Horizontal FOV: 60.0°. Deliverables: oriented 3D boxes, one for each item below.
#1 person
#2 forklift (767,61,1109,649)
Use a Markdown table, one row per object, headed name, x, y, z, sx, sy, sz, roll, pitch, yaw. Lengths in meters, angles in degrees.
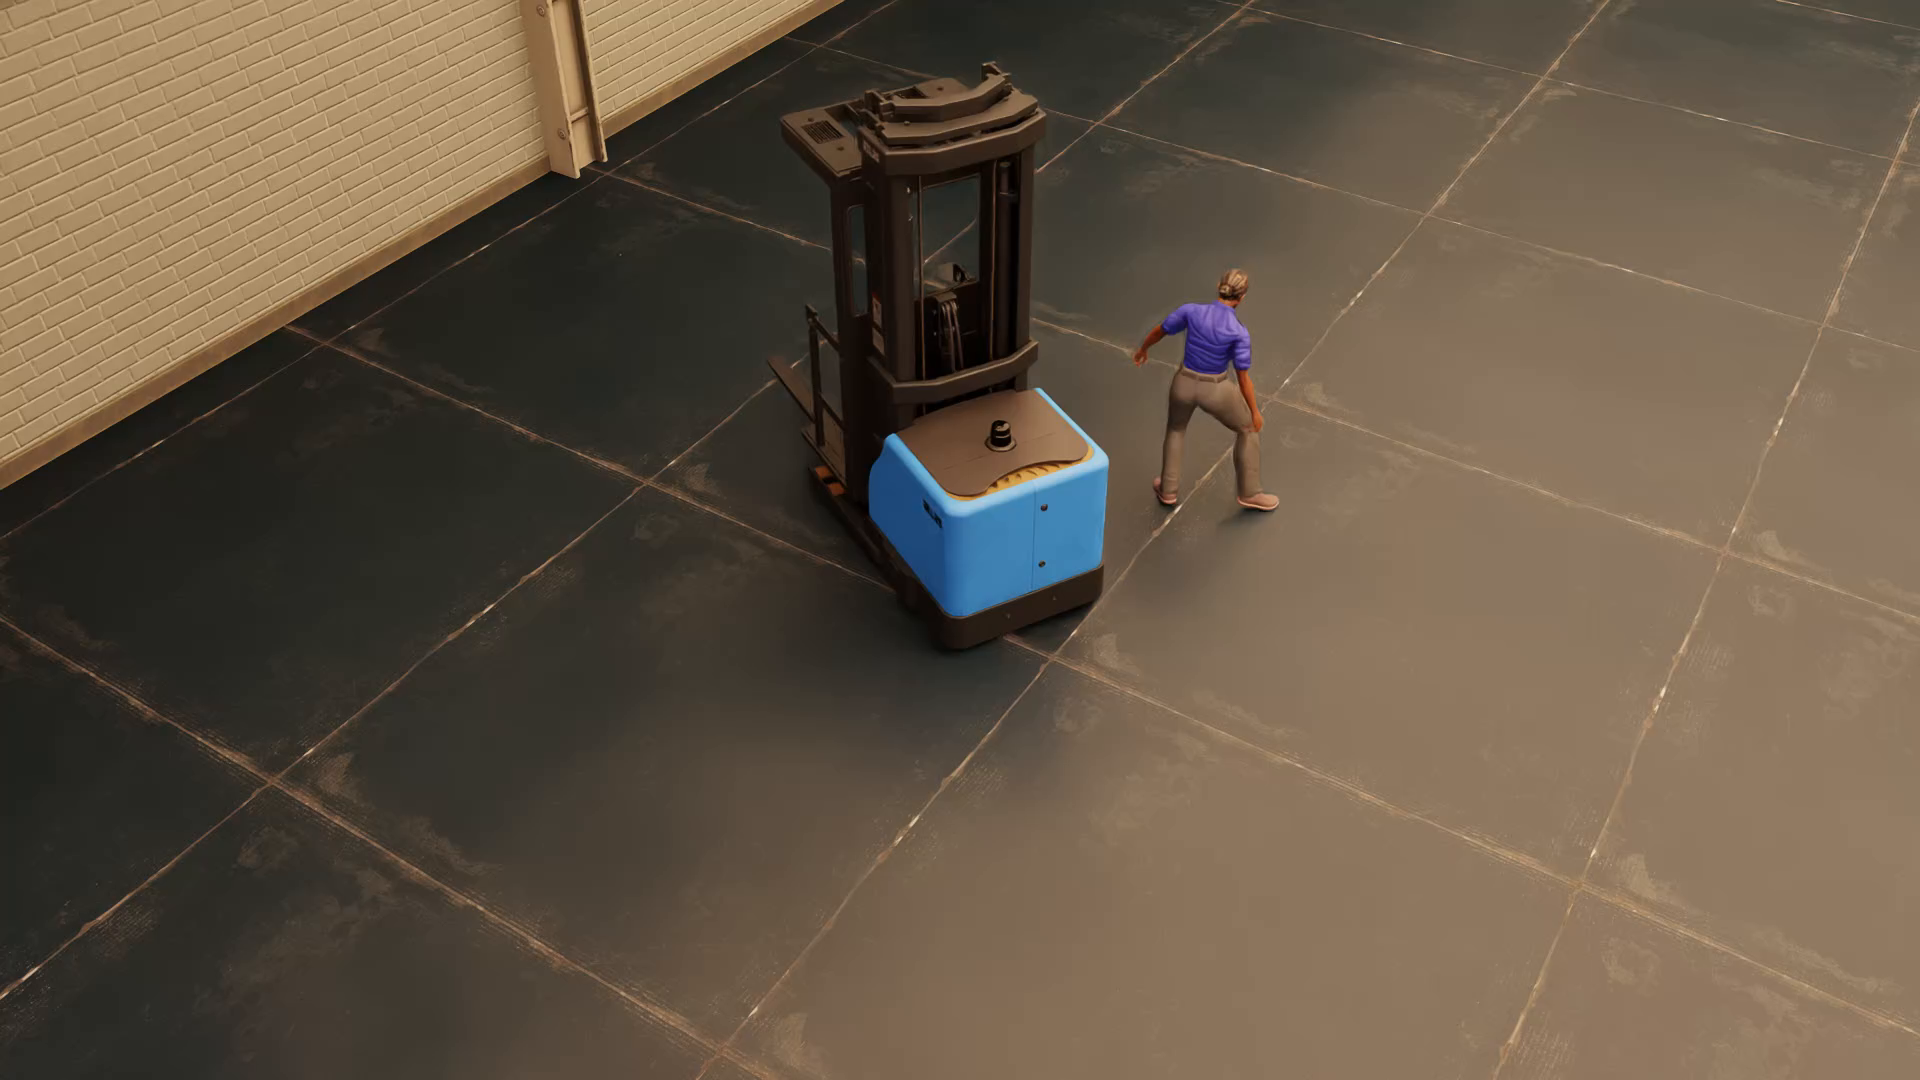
| name | x | y | z | sx | sy | sz | roll | pitch | yaw |
| --- | --- | --- | --- | --- | --- | --- | --- | --- | --- |
| person | 1.508 | -0.893 | 10.091 | 1.021 | 1.591 | 0.447 | 19 | 44 | 21 |
| forklift | -0.309 | -1.443 | 9.670 | 1.130 | 2.935 | 3.031 | -19 | 44 | -21 |
